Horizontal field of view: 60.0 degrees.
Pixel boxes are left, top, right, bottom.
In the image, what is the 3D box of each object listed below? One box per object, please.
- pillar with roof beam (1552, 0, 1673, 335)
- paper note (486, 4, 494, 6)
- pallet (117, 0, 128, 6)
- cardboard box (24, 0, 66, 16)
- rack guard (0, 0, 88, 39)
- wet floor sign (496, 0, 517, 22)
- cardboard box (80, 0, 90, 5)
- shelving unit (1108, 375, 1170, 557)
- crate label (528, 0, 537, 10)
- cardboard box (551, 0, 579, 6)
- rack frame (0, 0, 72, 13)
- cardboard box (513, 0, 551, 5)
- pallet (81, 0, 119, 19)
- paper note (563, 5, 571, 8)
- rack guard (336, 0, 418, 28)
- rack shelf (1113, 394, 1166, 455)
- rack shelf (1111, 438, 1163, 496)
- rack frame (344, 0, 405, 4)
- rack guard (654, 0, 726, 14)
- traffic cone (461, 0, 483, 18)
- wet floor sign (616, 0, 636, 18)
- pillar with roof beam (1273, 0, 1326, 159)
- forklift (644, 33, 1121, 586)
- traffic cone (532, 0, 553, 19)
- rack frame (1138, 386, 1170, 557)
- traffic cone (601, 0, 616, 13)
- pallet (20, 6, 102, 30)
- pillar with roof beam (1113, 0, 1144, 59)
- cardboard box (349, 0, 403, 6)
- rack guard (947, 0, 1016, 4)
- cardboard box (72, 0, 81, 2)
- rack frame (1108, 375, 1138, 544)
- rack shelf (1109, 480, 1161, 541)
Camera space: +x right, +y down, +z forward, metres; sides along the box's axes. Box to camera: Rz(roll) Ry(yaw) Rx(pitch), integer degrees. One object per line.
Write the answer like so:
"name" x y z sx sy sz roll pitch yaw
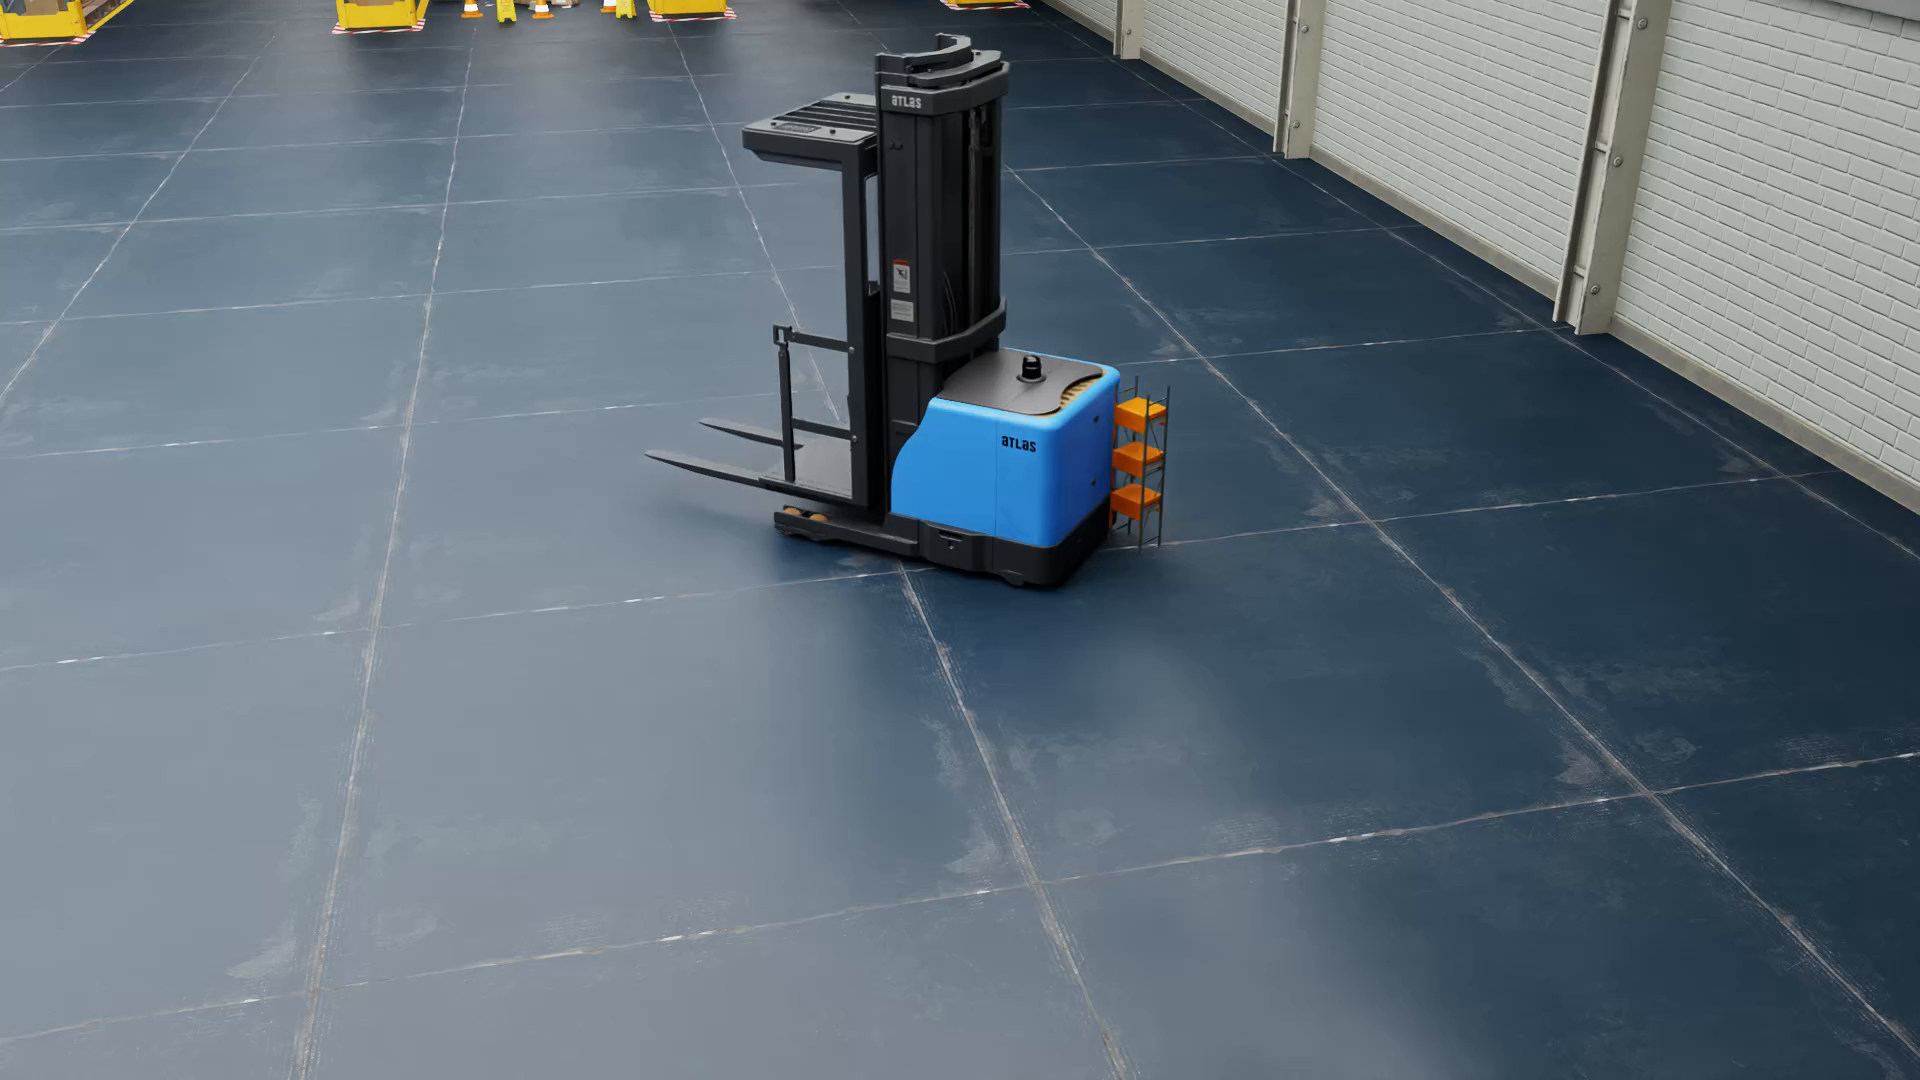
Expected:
"pillar with roof beam" 0.949 -5.352 10.868 9.100 9.000 0.400 -6 27 -12
"paper note" -7.959 -9.080 28.207 0.144 0.017 0.142 3 27 6
"pallet" -14.840 -9.324 28.489 1.003 0.211 1.213 -6 27 -12
"cardboard box" -14.249 -8.452 25.974 0.500 0.500 0.500 -1 27 -2
"rack guard" -14.142 -8.022 25.588 1.175 0.500 0.348 -6 27 -12
"wet floor sign" -7.334 -8.701 26.772 0.267 0.644 0.232 -11 29 -20
"cardboard box" -14.540 -8.987 27.035 0.500 0.500 0.500 -3 27 -7
"shelving unit" 1.067 -0.439 9.955 0.215 1.050 0.252 -23 35 -38
"crate label" -7.066 -8.967 27.864 0.250 0.136 0.298 -23 35 -38
"cardboard box" -6.733 -9.208 28.328 0.380 0.149 0.250 8 28 15
"rack frame" -14.125 -9.104 24.959 1.000 3.000 0.127 -6 27 -12
"cardboard box" -7.332 -9.510 28.533 0.637 0.503 0.797 19 32 32
"pallet" -14.562 -8.788 27.426 1.003 0.211 1.213 -6 27 -12
"paper note" -6.622 -8.998 28.043 0.148 0.019 0.142 -16 31 -29
"rack guard" -9.264 -8.437 26.411 1.175 0.500 0.348 -6 27 -12
"rack shelf" 1.067 -0.683 9.832 0.215 0.259 0.240 -23 35 -38
"rack shelf" 1.067 -0.430 9.960 0.215 0.259 0.240 -23 35 -38
"rack frame" -9.269 -9.564 25.869 1.000 3.000 0.127 -6 27 -12
"rack guard" -4.487 -9.028 27.582 1.175 0.500 0.348 -6 27 -12
"traffic cone" -8.006 -8.808 27.188 0.336 0.463 0.334 -6 27 -12
"wet floor sign" -5.469 -8.868 27.103 0.267 0.644 0.232 3 27 6
"pillar with roof beam" -0.403 -7.987 16.086 9.100 9.000 0.400 -6 27 -12
"forklift" -0.574 -1.495 9.958 3.031 2.935 1.130 13 30 24
"traffic cone" -6.828 -8.774 27.120 0.336 0.463 0.334 -6 27 -12
"rack frame" 1.151 -0.399 9.876 0.200 1.050 0.008 -23 35 -38
"traffic cone" -5.823 -9.036 27.639 0.336 0.463 0.334 -6 27 -12
"pallet" -14.290 -8.253 26.367 1.003 0.211 1.213 -6 27 -12
"pillar with roof beam" -1.755 -10.621 21.305 9.100 9.000 0.400 -6 27 -12
"cardboard box" -9.487 -9.094 26.829 0.875 0.875 0.875 -6 27 -11
"rack guard" 0.371 -9.490 28.497 1.175 0.500 0.348 -6 27 -12
"cardboard box" -14.417 -8.711 26.487 0.500 0.500 0.500 1 27 2
"rack frame" 0.983 -0.479 10.034 0.200 1.050 0.008 -23 35 -38
"rack shelf" 1.067 -0.182 10.085 0.215 0.259 0.240 -23 35 -38
